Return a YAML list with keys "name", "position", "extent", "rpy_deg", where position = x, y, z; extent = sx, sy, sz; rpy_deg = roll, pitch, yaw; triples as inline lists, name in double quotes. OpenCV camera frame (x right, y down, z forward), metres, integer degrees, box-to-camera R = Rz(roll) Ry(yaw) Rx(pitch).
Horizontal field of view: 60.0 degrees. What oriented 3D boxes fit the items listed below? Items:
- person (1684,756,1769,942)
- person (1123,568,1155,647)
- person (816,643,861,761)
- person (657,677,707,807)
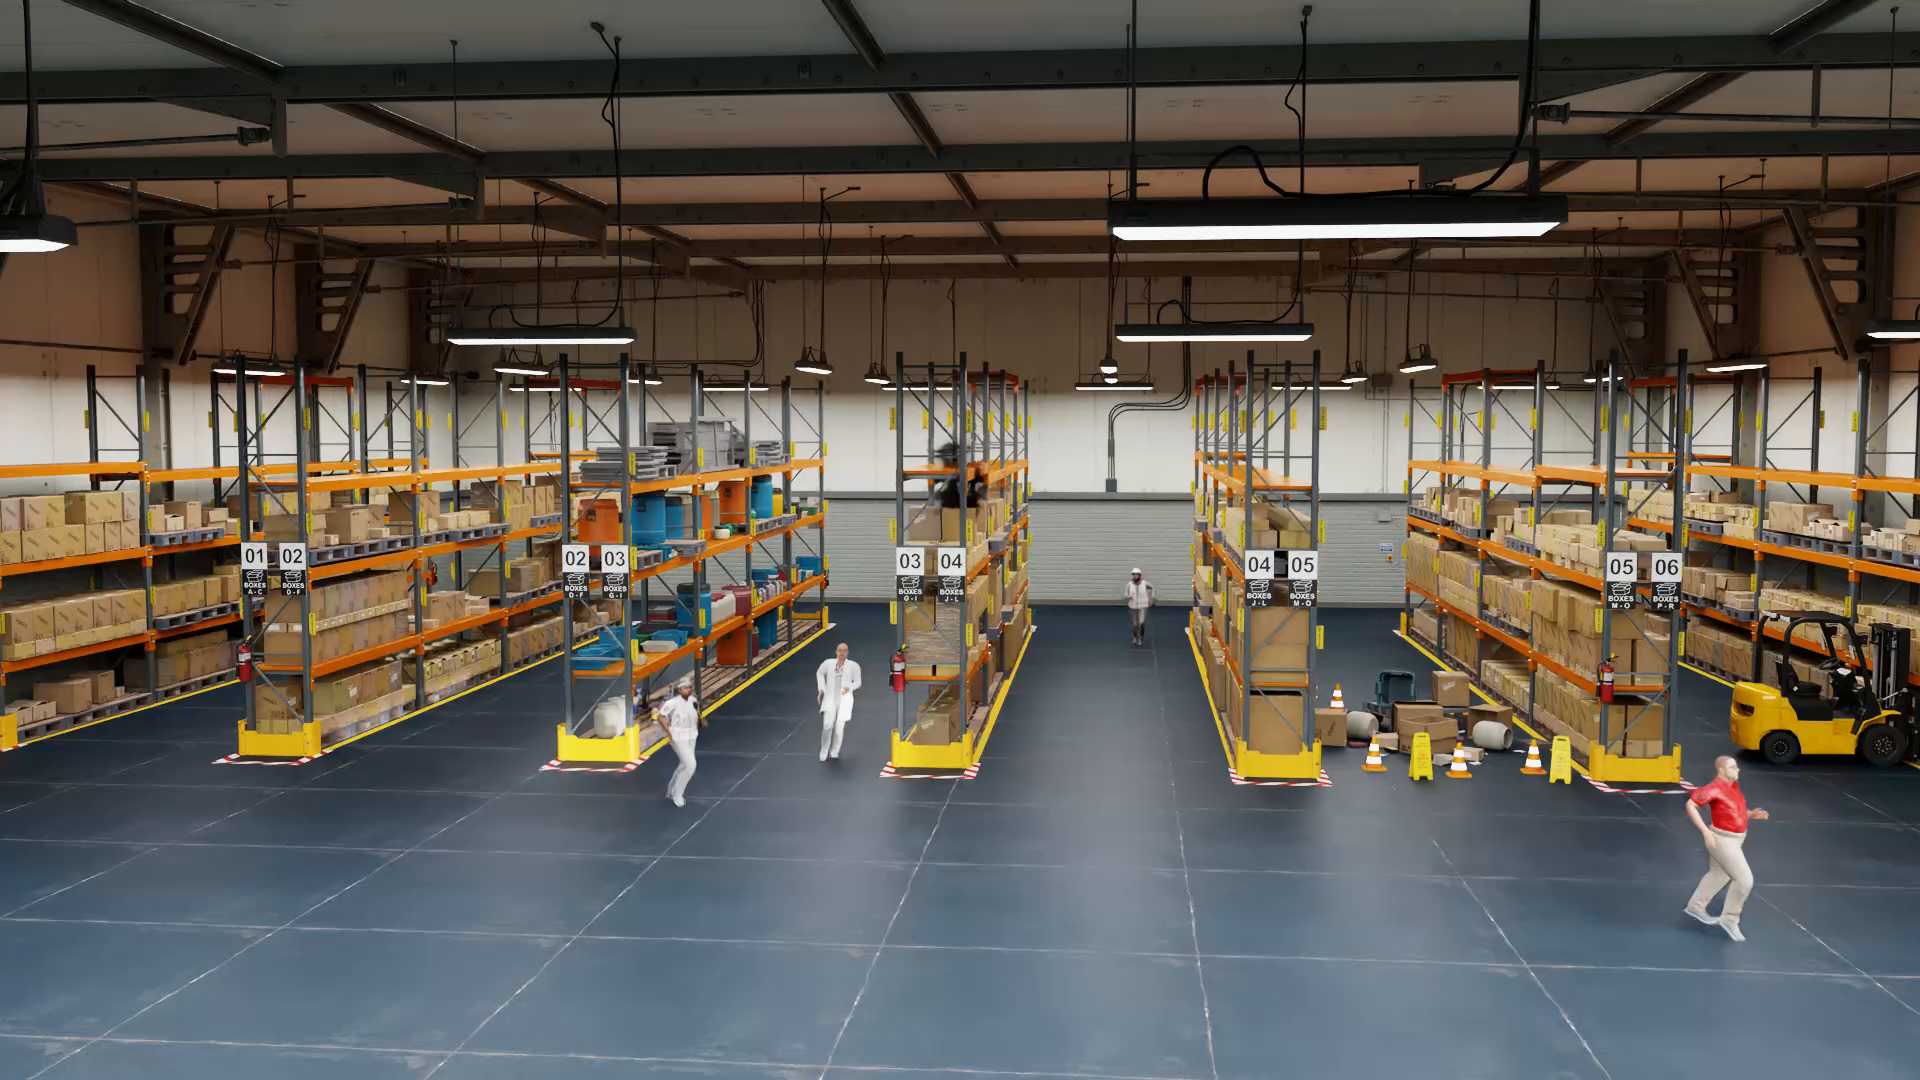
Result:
- name: "person"
  position: [7.472, 3.001, 16.236]
  extent: [0.768, 1.798, 0.631]
  rpy_deg: [3, 5, 40]
- name: "person"
  position: [3.972, 1.491, 36.919]
  extent: [0.666, 1.748, 0.849]
  rpy_deg: [1, 4, 16]
- name: "person"
  position: [-1.794, 2.389, 24.547]
  extent: [0.666, 1.736, 0.713]
  rpy_deg: [0, 4, -2]
- name: "person"
  position: [-3.580, 2.630, 21.724]
  extent: [0.673, 1.719, 0.549]
  rpy_deg: [3, 5, 38]
